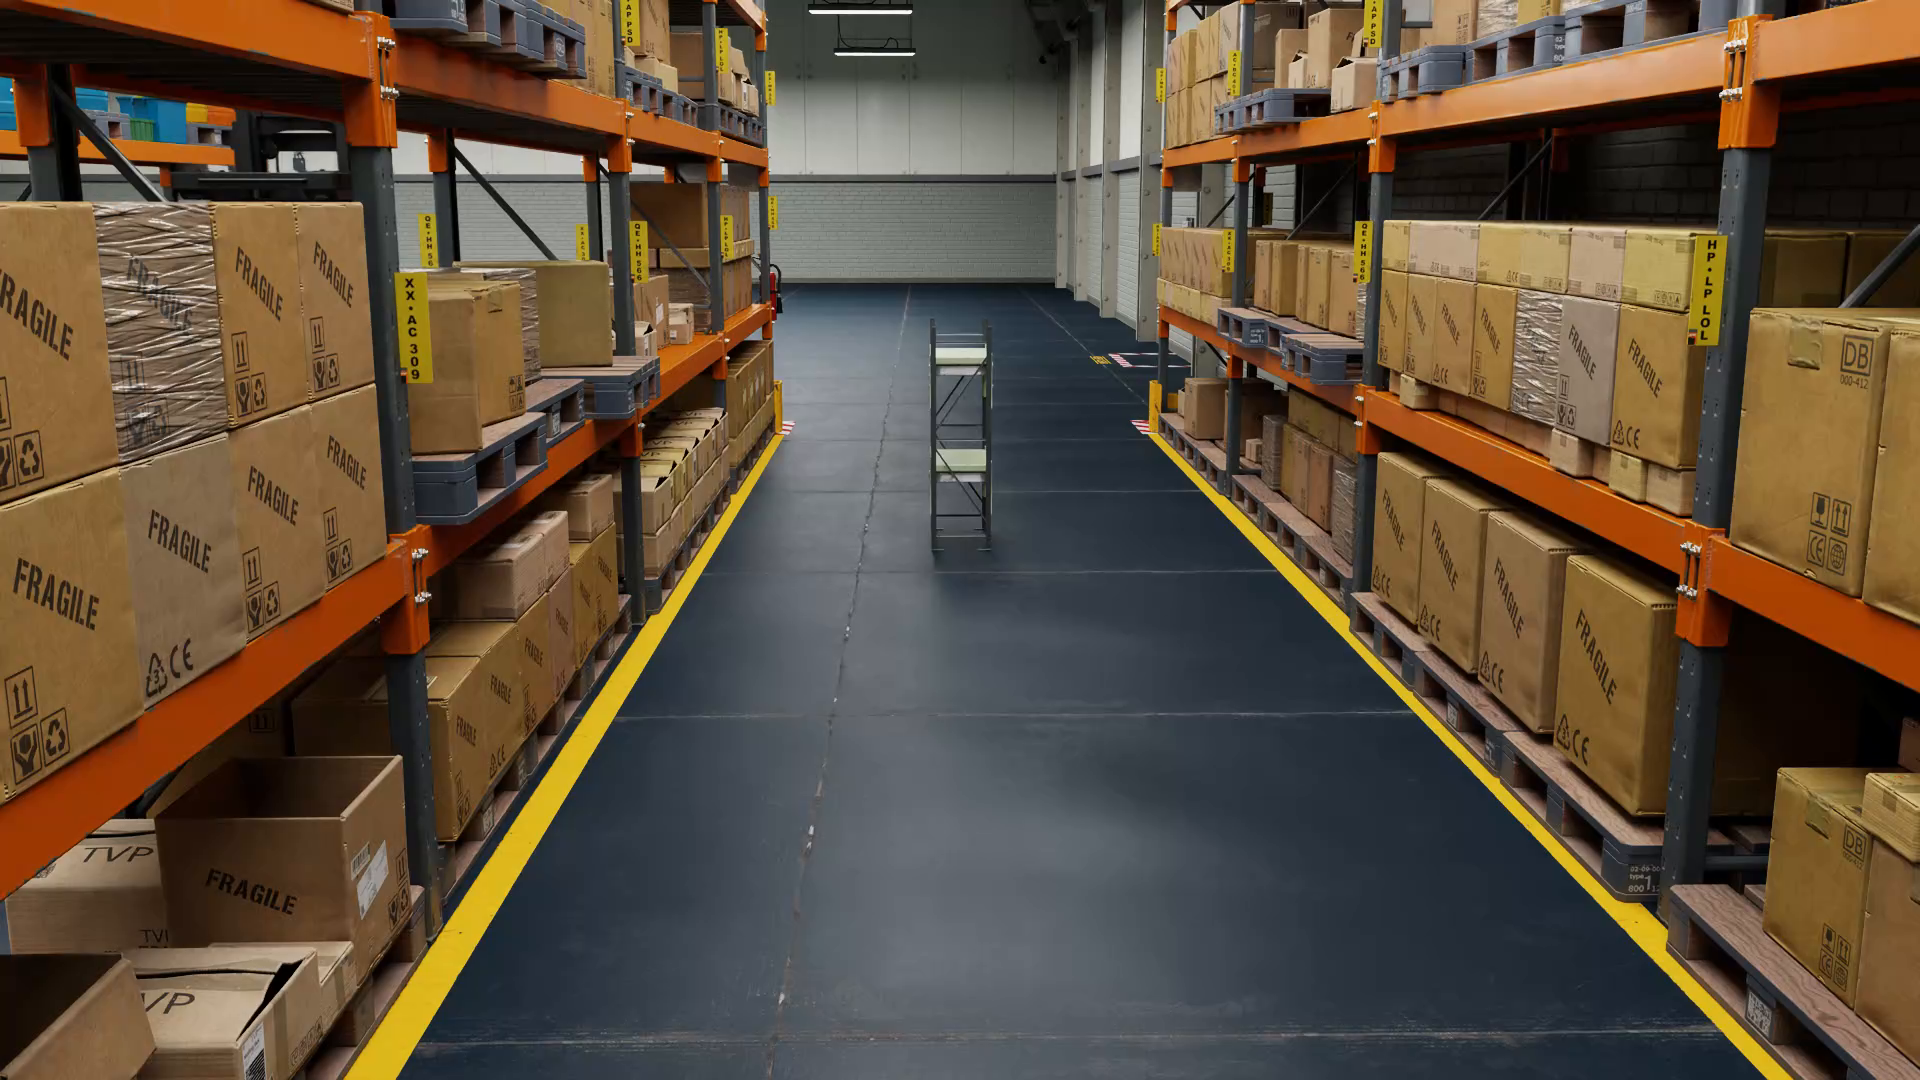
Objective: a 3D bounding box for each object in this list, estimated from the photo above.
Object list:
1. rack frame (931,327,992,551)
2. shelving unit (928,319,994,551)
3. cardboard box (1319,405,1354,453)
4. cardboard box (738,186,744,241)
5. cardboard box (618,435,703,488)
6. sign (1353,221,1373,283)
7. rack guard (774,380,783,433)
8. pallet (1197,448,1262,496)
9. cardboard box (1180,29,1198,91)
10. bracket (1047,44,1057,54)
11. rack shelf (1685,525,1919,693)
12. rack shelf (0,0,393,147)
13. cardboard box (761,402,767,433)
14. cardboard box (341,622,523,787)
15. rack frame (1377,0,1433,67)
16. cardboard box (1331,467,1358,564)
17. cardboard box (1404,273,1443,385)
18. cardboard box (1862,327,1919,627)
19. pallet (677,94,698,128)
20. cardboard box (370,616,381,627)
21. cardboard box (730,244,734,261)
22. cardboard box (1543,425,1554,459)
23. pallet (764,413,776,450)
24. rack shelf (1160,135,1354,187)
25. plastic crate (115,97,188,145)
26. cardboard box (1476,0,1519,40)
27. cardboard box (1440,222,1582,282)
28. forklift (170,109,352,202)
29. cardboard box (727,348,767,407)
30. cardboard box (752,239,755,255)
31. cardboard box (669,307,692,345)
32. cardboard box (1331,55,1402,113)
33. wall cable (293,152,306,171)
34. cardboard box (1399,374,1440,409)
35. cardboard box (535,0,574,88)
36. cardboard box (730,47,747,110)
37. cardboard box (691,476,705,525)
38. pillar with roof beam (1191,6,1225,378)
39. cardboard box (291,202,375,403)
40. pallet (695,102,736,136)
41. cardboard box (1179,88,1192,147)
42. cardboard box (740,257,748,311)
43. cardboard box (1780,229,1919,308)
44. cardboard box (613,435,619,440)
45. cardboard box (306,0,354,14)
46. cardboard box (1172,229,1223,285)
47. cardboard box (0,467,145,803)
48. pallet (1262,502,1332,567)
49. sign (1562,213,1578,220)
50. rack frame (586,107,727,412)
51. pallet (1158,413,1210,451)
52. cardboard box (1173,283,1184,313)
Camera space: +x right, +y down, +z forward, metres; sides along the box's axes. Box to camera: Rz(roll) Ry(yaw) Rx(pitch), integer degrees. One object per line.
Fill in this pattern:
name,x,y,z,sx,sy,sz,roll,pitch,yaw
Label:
rack frame,0.007,-0.664,11.058,0.400,1.500,0.023,0,11,-1
shelving unit,0.000,-0.736,11.417,0.431,1.500,0.755,0,11,-1
cardboard box,2.670,-0.734,10.928,0.500,0.250,0.500,0,11,-1
cardboard box,-2.402,-3.063,15.601,0.700,0.500,0.500,-1,11,-3
cardboard box,-2.007,-0.543,11.139,0.500,0.311,0.500,0,11,-2
sign,2.160,-1.542,8.902,0.100,0.325,0.005,0,11,-1
rack guard,-2.416,-1.366,17.036,1.175,0.500,0.348,0,11,-1
pallet,2.570,-0.579,13.883,1.003,0.211,1.213,0,11,-1
cardboard box,2.283,-4.347,15.082,0.500,0.500,0.500,0,11,0
bracket,2.450,-13.056,44.226,0.235,0.232,0.430,0,11,-1
rack shelf,2.826,0.528,3.222,1.077,0.370,4.000,0,11,-1
rack shelf,-2.127,-0.921,2.820,1.077,0.370,4.000,0,11,-1
cardboard box,-2.075,-1.141,15.497,0.500,0.250,0.500,0,11,-1
cardboard box,-1.956,0.605,6.212,0.500,0.500,0.500,0,11,0
rack frame,2.702,-3.957,8.433,1.000,3.000,0.127,0,11,-1
cardboard box,2.635,-0.151,9.939,0.700,0.500,0.500,0,11,0
cardboard box,2.458,-1.020,7.994,0.500,0.500,0.500,0,11,1
cardboard box,2.789,-0.116,3.833,0.980,0.700,0.700,-1,11,-3
pallet,-2.302,-2.992,11.702,0.805,0.209,1.217,-1,11,-3
cardboard box,-2.476,0.513,6.665,0.500,0.500,0.500,0,11,0
cardboard box,-2.181,-2.520,14.555,0.380,0.149,0.250,0,11,-2
cardboard box,2.503,-0.378,6.459,0.380,0.149,0.250,0,11,-1
pallet,-2.358,-1.068,16.293,1.003,0.211,1.213,0,11,-1
rack shelf,2.578,-3.328,14.682,1.077,0.370,4.000,0,11,-1
plastic crate,-7.028,-3.651,14.509,0.392,0.384,0.575,0,11,-1
cardboard box,2.833,-2.551,7.686,0.700,0.500,0.500,-1,12,-4
cardboard box,2.480,-1.292,7.447,0.500,0.250,0.500,0,11,-1
forklift,-4.615,-1.476,11.462,1.130,2.935,3.031,0,11,-2
cardboard box,-2.072,-1.508,15.422,0.500,0.500,0.500,0,11,-1
cardboard box,-2.217,-2.878,16.319,0.380,0.149,0.250,0,11,-2
cardboard box,-2.131,-1.552,12.000,0.396,0.266,0.258,-1,11,-3
cardboard box,2.417,-2.596,9.438,0.500,0.311,0.500,0,11,-1
wall cable,-17.944,-13.540,47.112,2.305,6.003,0.169,0,11,-1
cardboard box,2.395,-0.734,8.216,0.380,0.149,0.250,0,11,1
cardboard box,-2.187,-2.224,7.181,0.910,0.500,0.500,0,11,-1
cardboard box,-2.241,-3.914,14.097,0.797,0.503,0.637,1,12,5
cardboard box,-2.006,-0.265,11.181,0.500,0.250,0.500,0,11,0
pillar with roof beam,-1.012,-6.587,21.395,9.100,9.000,0.400,0,11,-1
cardboard box,-1.899,-0.641,4.407,0.500,0.500,0.500,0,11,-1
pallet,-2.377,-3.387,13.391,1.003,0.211,1.213,0,11,-1
cardboard box,2.284,-3.859,15.190,0.500,0.500,0.500,0,11,1
cardboard box,-2.403,-2.438,15.782,0.700,0.500,0.500,0,11,0
cardboard box,3.036,-0.887,5.450,0.500,0.250,0.500,0,11,1
cardboard box,-2.557,-0.639,11.613,0.500,0.311,0.500,-1,11,-3
cardboard box,-1.892,-1.502,4.252,0.500,0.250,0.500,0,11,-1
cardboard box,2.251,-2.614,15.342,0.500,0.500,0.500,-1,11,-3
cardboard box,-1.863,0.154,3.004,0.500,0.500,0.500,0,11,0
pallet,2.665,-0.048,11.265,1.003,0.211,1.213,0,11,-1
sign,3.257,-1.588,8.929,0.100,0.325,0.005,0,11,-1
rack frame,-2.333,-1.791,12.845,1.000,3.000,0.127,0,11,-1
pallet,2.520,-1.064,16.274,1.003,0.211,1.213,0,11,-1
cardboard box,2.259,-2.241,15.389,0.500,0.250,0.500,0,11,-2
